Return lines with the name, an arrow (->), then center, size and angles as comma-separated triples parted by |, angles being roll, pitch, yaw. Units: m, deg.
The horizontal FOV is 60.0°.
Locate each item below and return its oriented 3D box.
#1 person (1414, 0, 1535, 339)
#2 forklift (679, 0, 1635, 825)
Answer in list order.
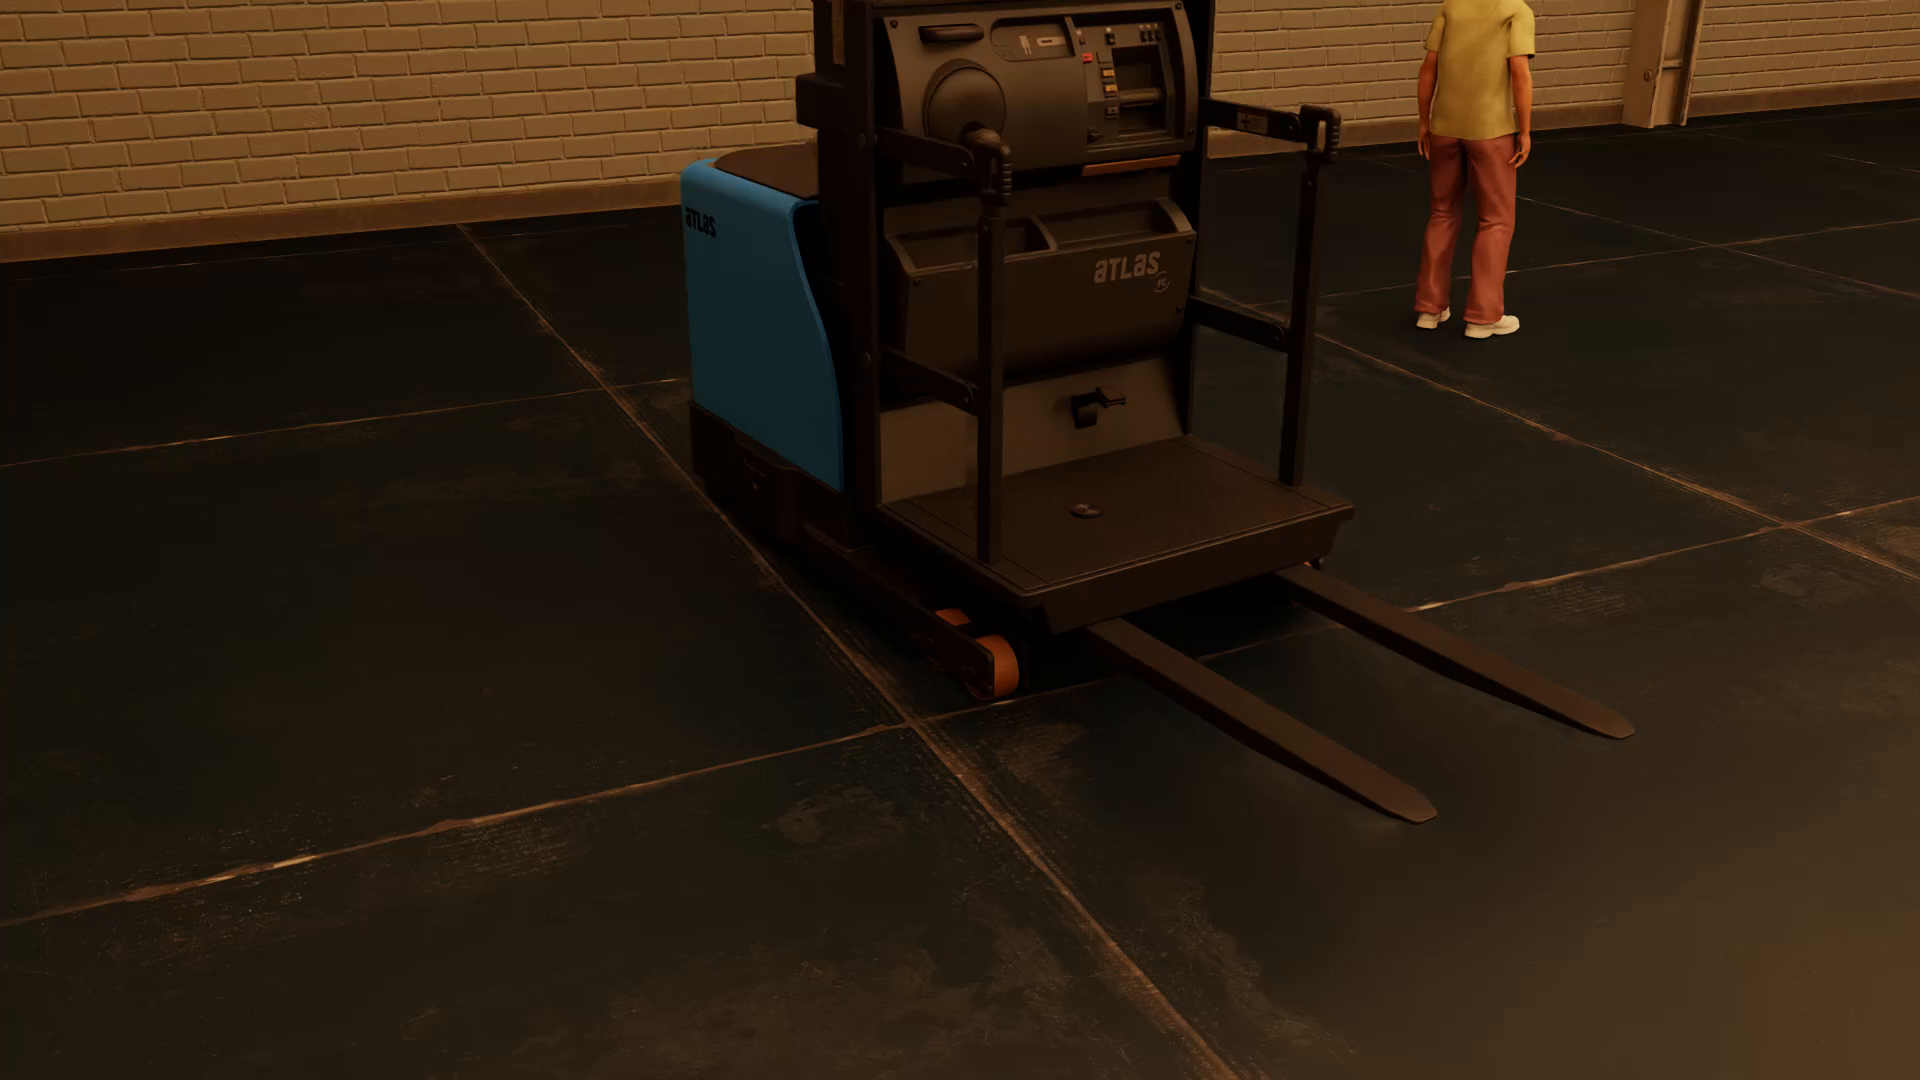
person -> 2.181, -1.711, 7.048 | 0.498, 1.672, 0.363 | 19, 29, 38
forklift -> 0.341, -1.158, 4.074 | 1.130, 2.935, 3.031 | -14, 26, -30
